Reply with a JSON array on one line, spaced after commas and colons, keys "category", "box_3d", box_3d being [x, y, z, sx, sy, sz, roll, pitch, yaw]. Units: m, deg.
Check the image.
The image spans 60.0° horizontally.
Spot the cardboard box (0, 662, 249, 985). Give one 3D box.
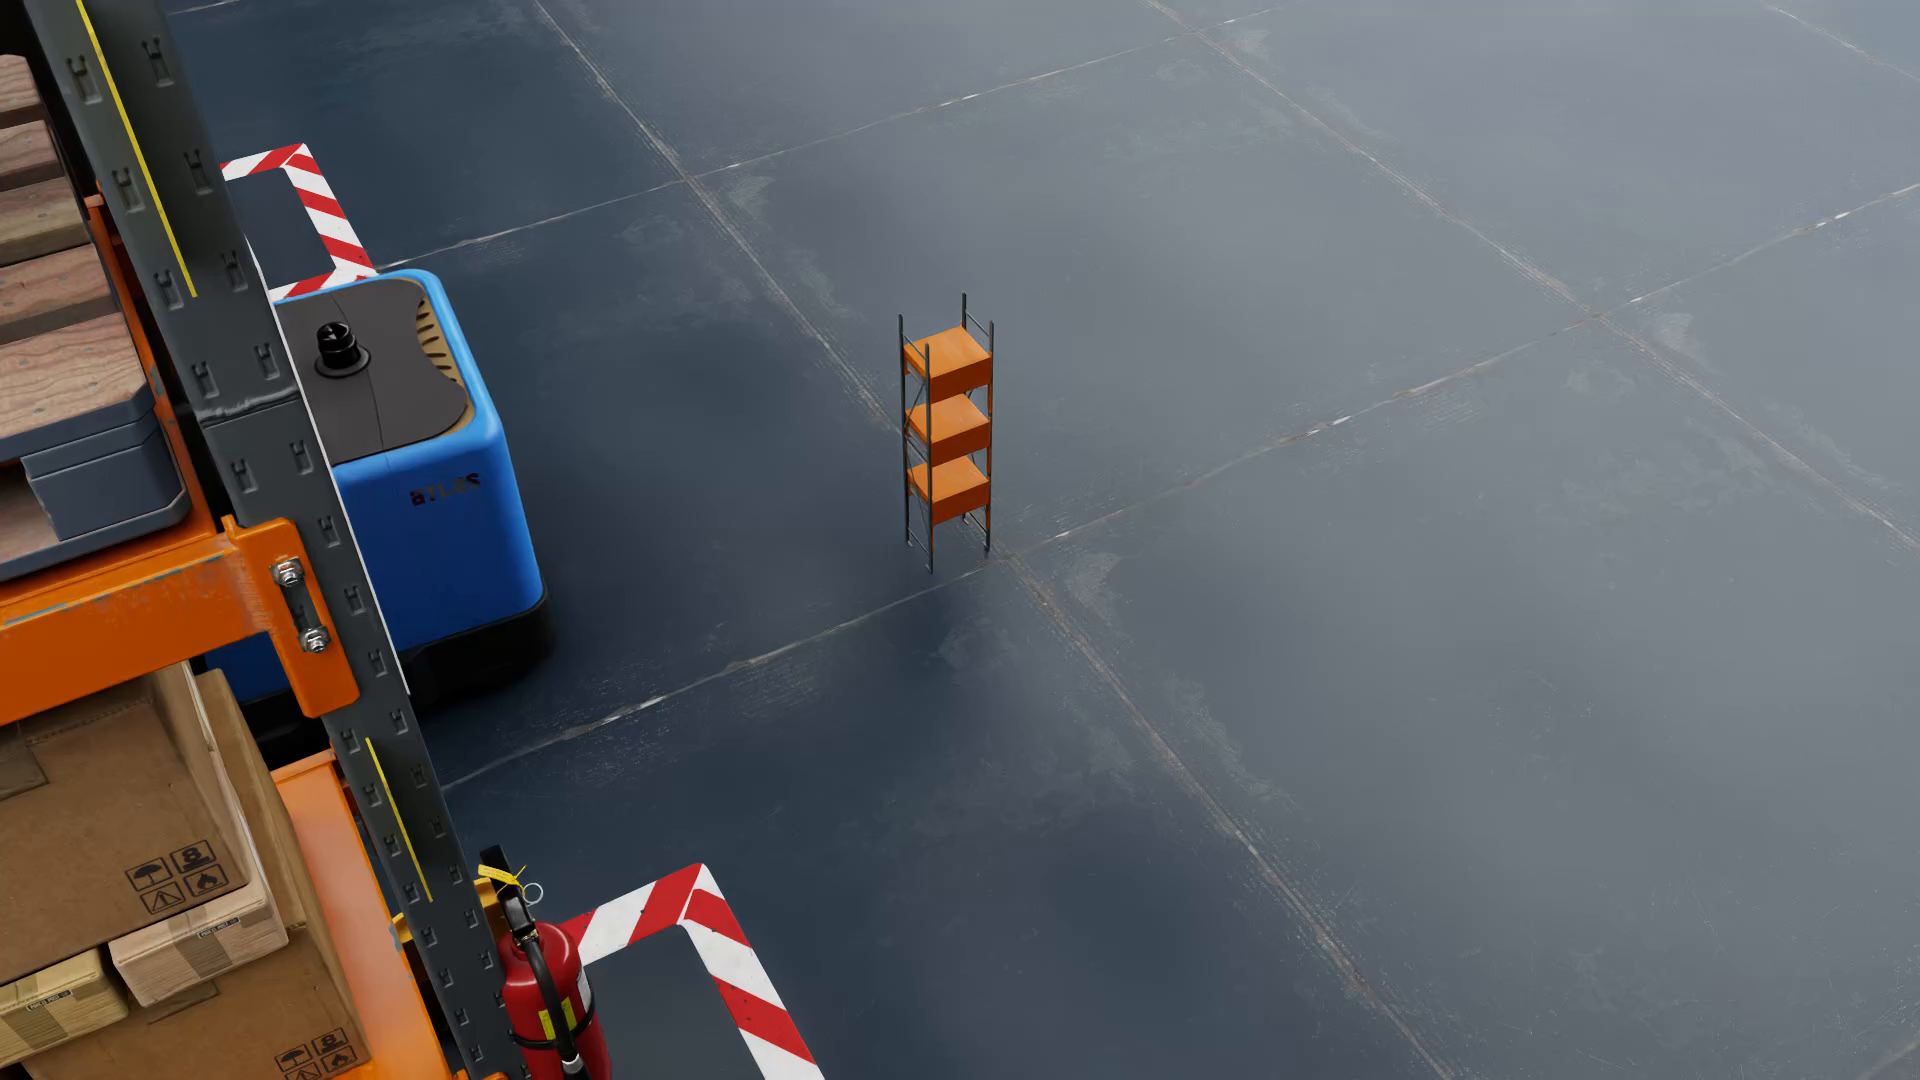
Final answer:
[{"category": "cardboard box", "box_3d": [-1.603, 0.285, 2.799, 0.500, 0.500, 0.700, -22, 48, -21]}]

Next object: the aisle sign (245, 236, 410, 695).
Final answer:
[{"category": "aisle sign", "box_3d": [-0.943, -0.164, 2.399, 0.004, 0.787, 0.394, -22, 48, -21]}]

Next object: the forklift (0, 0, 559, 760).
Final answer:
[{"category": "forklift", "box_3d": [-2.953, -0.486, 4.646, 3.031, 2.935, 1.130, -18, 47, -18]}]

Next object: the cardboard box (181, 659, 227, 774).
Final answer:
[{"category": "cardboard box", "box_3d": [-1.593, 0.352, 3.196, 0.250, 0.149, 0.380, -22, 48, -21]}]

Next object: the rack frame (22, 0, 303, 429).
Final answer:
[{"category": "rack frame", "box_3d": [-1.146, -1.539, 1.374, 0.127, 3.000, 1.000, -22, 48, -21]}]

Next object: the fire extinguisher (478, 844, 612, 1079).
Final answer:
[{"category": "fire extinguisher", "box_3d": [-0.812, 0.881, 3.244, 0.183, 0.674, 0.296, -22, 48, -21]}]

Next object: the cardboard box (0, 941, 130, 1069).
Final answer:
[{"category": "cardboard box", "box_3d": [-1.609, 0.685, 2.853, 0.250, 0.149, 0.380, -21, 48, -20]}]

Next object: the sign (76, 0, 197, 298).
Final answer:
[{"category": "sign", "box_3d": [-0.888, -0.419, 1.795, 0.005, 0.325, 0.100, -22, 48, -21]}]

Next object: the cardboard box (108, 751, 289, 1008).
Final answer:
[{"category": "cardboard box", "box_3d": [-1.382, 0.593, 2.947, 0.250, 0.149, 0.380, -23, 49, -22]}]

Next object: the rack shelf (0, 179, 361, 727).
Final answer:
[{"category": "rack shelf", "box_3d": [-2.880, 0.490, 1.954, 4.000, 0.370, 1.077, -22, 48, -21]}]

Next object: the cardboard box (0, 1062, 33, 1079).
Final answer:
[{"category": "cardboard box", "box_3d": [-2.010, 0.918, 3.079, 0.500, 0.500, 0.700, -21, 48, -20]}]

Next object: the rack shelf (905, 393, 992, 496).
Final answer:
[{"category": "rack shelf", "box_3d": [-0.046, -0.351, 5.873, 0.240, 0.259, 0.215, -22, 48, -21]}]

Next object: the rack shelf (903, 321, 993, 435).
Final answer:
[{"category": "rack shelf", "box_3d": [-0.046, -0.554, 5.675, 0.240, 0.259, 0.215, -22, 48, -21]}]

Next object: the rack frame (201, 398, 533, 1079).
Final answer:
[{"category": "rack frame", "box_3d": [-1.146, 0.614, 3.463, 0.127, 3.000, 1.000, -22, 48, -21]}]

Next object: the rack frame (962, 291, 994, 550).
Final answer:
[{"category": "rack frame", "box_3d": [0.059, -0.401, 5.909, 0.008, 1.050, 0.200, -22, 48, -21]}]

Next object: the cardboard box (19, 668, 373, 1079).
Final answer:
[{"category": "cardboard box", "box_3d": [-1.557, 0.733, 3.270, 0.500, 0.500, 0.700, -22, 48, -21]}]

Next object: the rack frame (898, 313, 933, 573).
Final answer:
[{"category": "rack frame", "box_3d": [-0.152, -0.316, 5.822, 0.008, 1.050, 0.200, -22, 48, -21]}]

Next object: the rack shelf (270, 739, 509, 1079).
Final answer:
[{"category": "rack shelf", "box_3d": [-2.880, 1.566, 2.999, 4.000, 0.370, 1.077, -22, 48, -21]}]

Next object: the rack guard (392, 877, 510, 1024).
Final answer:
[{"category": "rack guard", "box_3d": [-1.125, 1.503, 4.342, 0.348, 0.500, 1.175, -22, 48, -21]}]

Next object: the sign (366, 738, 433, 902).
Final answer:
[{"category": "sign", "box_3d": [-0.888, 0.446, 2.635, 0.005, 0.325, 0.100, -22, 48, -21]}]

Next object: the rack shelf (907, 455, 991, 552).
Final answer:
[{"category": "rack shelf", "box_3d": [-0.046, -0.151, 6.066, 0.240, 0.259, 0.215, -22, 48, -21]}]

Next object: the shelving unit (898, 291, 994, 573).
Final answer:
[{"category": "shelving unit", "box_3d": [-0.046, -0.358, 5.865, 0.252, 1.050, 0.215, -22, 48, -21]}]

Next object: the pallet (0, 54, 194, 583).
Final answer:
[{"category": "pallet", "box_3d": [-1.772, -0.201, 2.213, 1.213, 0.211, 1.003, -22, 48, -21]}]
